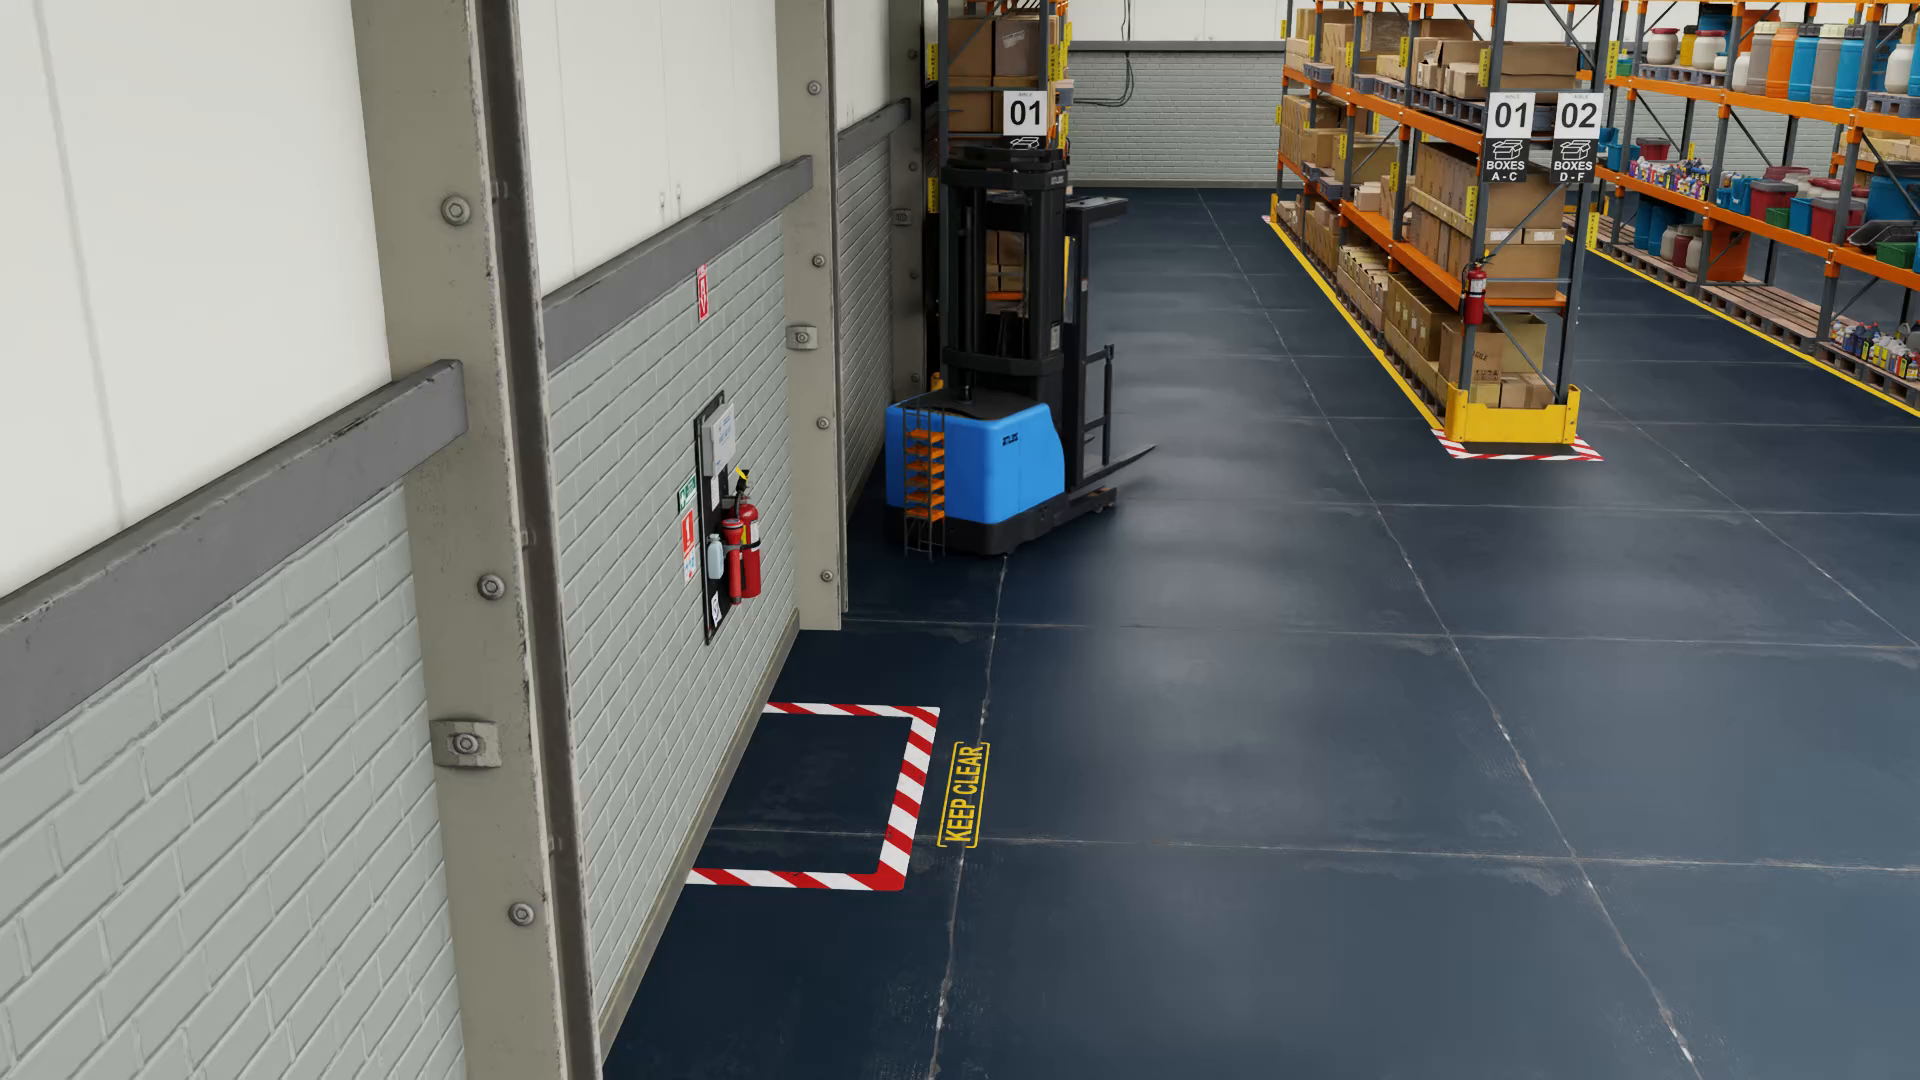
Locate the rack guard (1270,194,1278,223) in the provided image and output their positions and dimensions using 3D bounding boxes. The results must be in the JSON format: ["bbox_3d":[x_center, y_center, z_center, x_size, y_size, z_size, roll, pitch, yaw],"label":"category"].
[{"bbox_3d":[6.386,-6.164,30.931,1.175,0.500,0.348,1,18,4],"label":"rack guard"}]

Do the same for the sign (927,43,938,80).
[{"bbox_3d":[-0.249,-4.380,15.234,0.100,0.325,0.005,1,18,4],"label":"sign"}]

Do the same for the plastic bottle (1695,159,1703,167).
[{"bbox_3d":[11.292,-5.648,25.421,0.144,0.351,0.185,1,18,4],"label":"plastic bottle"}]

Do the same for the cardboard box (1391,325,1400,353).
[{"bbox_3d":[5.154,-2.249,18.710,0.500,0.250,0.500,1,18,4],"label":"cardboard box"}]

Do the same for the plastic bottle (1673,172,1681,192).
[{"bbox_3d":[10.444,-5.214,24.204,0.061,0.283,0.133,1,18,4],"label":"plastic bottle"}]

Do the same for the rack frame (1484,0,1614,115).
[{"bbox_3d":[5.244,-5.257,14.515,1.000,3.000,0.127,1,18,4],"label":"rack frame"}]

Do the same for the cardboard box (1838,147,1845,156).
[{"bbox_3d":[15.917,-6.931,29.661,0.380,0.149,0.250,1,18,5],"label":"cardboard box"}]

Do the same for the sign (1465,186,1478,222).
[{"bbox_3d":[4.704,-3.085,15.282,0.100,0.325,0.005,1,18,4],"label":"sign"}]

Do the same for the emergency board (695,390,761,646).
[{"bbox_3d":[-1.155,-0.122,8.478,0.194,1.169,0.643,1,18,4],"label":"emergency board"}]

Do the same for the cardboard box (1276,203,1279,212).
[{"bbox_3d":[6.019,-6.107,30.616,0.380,0.149,0.250,1,18,4],"label":"cardboard box"}]

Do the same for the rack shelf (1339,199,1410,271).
[{"bbox_3d":[5.674,-3.928,21.248,1.077,0.370,4.000,1,18,4],"label":"rack shelf"}]

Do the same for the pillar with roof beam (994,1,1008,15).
[{"bbox_3d":[5.075,-11.097,32.339,9.100,9.000,0.400,1,18,4],"label":"pillar with roof beam"}]

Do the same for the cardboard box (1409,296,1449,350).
[{"bbox_3d":[5.080,-2.295,17.646,0.500,0.500,0.500,1,18,4],"label":"cardboard box"}]

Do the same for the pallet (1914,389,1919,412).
[{"bbox_3d":[10.207,-1.246,16.387,1.003,0.211,1.213,1,18,4],"label":"pallet"}]

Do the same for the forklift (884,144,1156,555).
[{"bbox_3d":[0.638,-1.683,13.352,1.130,2.935,3.031,11,21,31],"label":"forklift"}]

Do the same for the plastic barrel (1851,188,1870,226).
[{"bbox_3d":[10.759,-3.893,19.770,0.433,0.535,0.433,0,18,0],"label":"plastic barrel"}]

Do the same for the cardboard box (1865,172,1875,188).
[{"bbox_3d":[16.241,-5.860,28.727,0.875,0.875,0.875,1,18,4],"label":"cardboard box"}]

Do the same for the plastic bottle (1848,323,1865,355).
[{"bbox_3d":[10.000,-2.245,18.506,0.144,0.351,0.185,2,18,5],"label":"plastic bottle"}]

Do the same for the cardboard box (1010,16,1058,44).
[{"bbox_3d":[0.769,-5.221,17.423,0.500,0.500,0.500,1,18,2],"label":"cardboard box"}]

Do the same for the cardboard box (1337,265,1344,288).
[{"bbox_3d":[5.487,-3.628,22.918,0.500,0.250,0.500,1,18,4],"label":"cardboard box"}]

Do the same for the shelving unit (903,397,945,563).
[{"bbox_3d":[-0.265,-0.443,12.349,0.258,1.200,0.189,11,21,31],"label":"shelving unit"}]

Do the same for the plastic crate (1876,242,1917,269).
[{"bbox_3d":[10.093,-3.021,17.665,0.450,0.188,0.662,1,18,4],"label":"plastic crate"}]

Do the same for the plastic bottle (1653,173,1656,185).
[{"bbox_3d":[10.530,-5.469,25.114,0.097,0.201,0.097,0,18,0],"label":"plastic bottle"}]

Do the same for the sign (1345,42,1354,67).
[{"bbox_3d":[5.277,-6.575,22.523,0.100,0.325,0.005,1,18,4],"label":"sign"}]

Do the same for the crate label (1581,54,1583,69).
[{"bbox_3d":[10.943,-8.339,28.977,0.408,0.251,0.502,1,18,4],"label":"crate label"}]

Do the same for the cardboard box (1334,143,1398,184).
[{"bbox_3d":[5.751,-5.336,23.555,0.700,0.500,0.500,-5,19,-15],"label":"cardboard box"}]

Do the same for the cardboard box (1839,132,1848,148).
[{"bbox_3d":[15.968,-7.080,29.476,0.500,0.250,0.500,1,18,2],"label":"cardboard box"}]

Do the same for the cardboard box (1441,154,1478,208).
[{"bbox_3d":[5.398,-3.707,17.174,0.700,0.500,0.500,1,18,4],"label":"cardboard box"}]

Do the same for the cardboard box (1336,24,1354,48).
[{"bbox_3d":[5.902,-7.284,24.522,0.600,0.600,0.600,1,18,2],"label":"cardboard box"}]

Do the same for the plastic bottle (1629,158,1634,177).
[{"bbox_3d":[10.593,-5.861,26.181,0.061,0.283,0.133,1,18,4],"label":"plastic bottle"}]

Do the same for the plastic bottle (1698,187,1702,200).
[{"bbox_3d":[10.388,-4.855,23.242,0.097,0.201,0.097,0,18,0],"label":"plastic bottle"}]

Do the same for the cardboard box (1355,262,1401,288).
[{"bbox_3d":[5.383,-3.413,21.361,0.500,0.311,0.500,1,18,3],"label":"cardboard box"}]

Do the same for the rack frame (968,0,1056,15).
[{"bbox_3d":[0.590,-6.609,18.640,1.000,3.000,0.127,1,18,4],"label":"rack frame"}]

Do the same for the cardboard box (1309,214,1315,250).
[{"bbox_3d":[5.800,-4.844,26.195,0.500,0.500,0.500,2,18,5],"label":"cardboard box"}]

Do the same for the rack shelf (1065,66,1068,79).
[{"bbox_3d":[1.307,-7.947,28.697,1.077,0.370,4.000,1,18,4],"label":"rack shelf"}]

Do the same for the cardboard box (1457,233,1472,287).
[{"bbox_3d":[5.323,-2.761,16.373,0.700,0.500,0.500,2,18,5],"label":"cardboard box"}]

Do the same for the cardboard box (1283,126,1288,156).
[{"bbox_3d":[6.065,-7.131,29.707,0.500,0.500,0.500,1,18,3],"label":"cardboard box"}]

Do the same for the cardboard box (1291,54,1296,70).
[{"bbox_3d":[6.018,-8.265,28.754,0.500,0.250,0.500,1,18,4],"label":"cardboard box"}]

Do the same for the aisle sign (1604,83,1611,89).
[{"bbox_3d":[11.629,-8.515,29.917,0.394,0.787,0.004,1,18,4],"label":"aisle sign"}]

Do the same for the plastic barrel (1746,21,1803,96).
[{"bbox_3d":[10.483,-6.192,21.382,0.600,0.901,0.600,0,18,0],"label":"plastic barrel"}]

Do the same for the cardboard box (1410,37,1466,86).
[{"bbox_3d":[5.232,-5.237,18.211,0.500,0.500,0.500,3,18,8],"label":"cardboard box"}]

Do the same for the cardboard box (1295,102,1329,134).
[{"bbox_3d":[5.953,-7.134,28.112,0.500,0.500,0.500,1,18,4],"label":"cardboard box"}]

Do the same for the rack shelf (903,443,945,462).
[{"bbox_3d":[-0.265,-0.629,12.288,0.258,0.103,0.180,11,21,31],"label":"rack shelf"}]

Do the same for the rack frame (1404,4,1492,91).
[{"bbox_3d":[5.531,-6.499,18.306,1.000,3.000,0.127,1,18,4],"label":"rack frame"}]

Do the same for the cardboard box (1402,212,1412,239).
[{"bbox_3d":[5.523,-3.731,19.733,0.500,0.250,0.500,2,18,7],"label":"cardboard box"}]

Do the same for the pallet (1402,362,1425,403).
[{"bbox_3d":[5.347,-1.697,17.764,1.003,0.211,1.213,1,18,4],"label":"pallet"}]

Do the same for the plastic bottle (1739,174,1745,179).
[{"bbox_3d":[11.216,-5.107,23.878,0.061,0.283,0.133,1,18,4],"label":"plastic bottle"}]

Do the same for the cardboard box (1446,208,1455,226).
[{"bbox_3d":[5.173,-3.287,16.935,0.380,0.149,0.250,2,18,5],"label":"cardboard box"}]

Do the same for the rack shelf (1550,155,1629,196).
[{"bbox_3d":[11.188,-6.301,28.489,1.077,0.370,4.000,1,18,4],"label":"rack shelf"}]

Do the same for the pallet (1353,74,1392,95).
[{"bbox_3d":[5.858,-6.014,21.944,1.213,0.211,1.003,2,18,6],"label":"pallet"}]

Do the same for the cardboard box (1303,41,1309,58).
[{"bbox_3d":[5.908,-8.037,27.254,0.500,0.250,0.500,1,18,4],"label":"cardboard box"}]

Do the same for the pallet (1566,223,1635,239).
[{"bbox_3d":[11.144,-5.305,28.775,1.003,0.211,1.213,1,18,4],"label":"pallet"}]
